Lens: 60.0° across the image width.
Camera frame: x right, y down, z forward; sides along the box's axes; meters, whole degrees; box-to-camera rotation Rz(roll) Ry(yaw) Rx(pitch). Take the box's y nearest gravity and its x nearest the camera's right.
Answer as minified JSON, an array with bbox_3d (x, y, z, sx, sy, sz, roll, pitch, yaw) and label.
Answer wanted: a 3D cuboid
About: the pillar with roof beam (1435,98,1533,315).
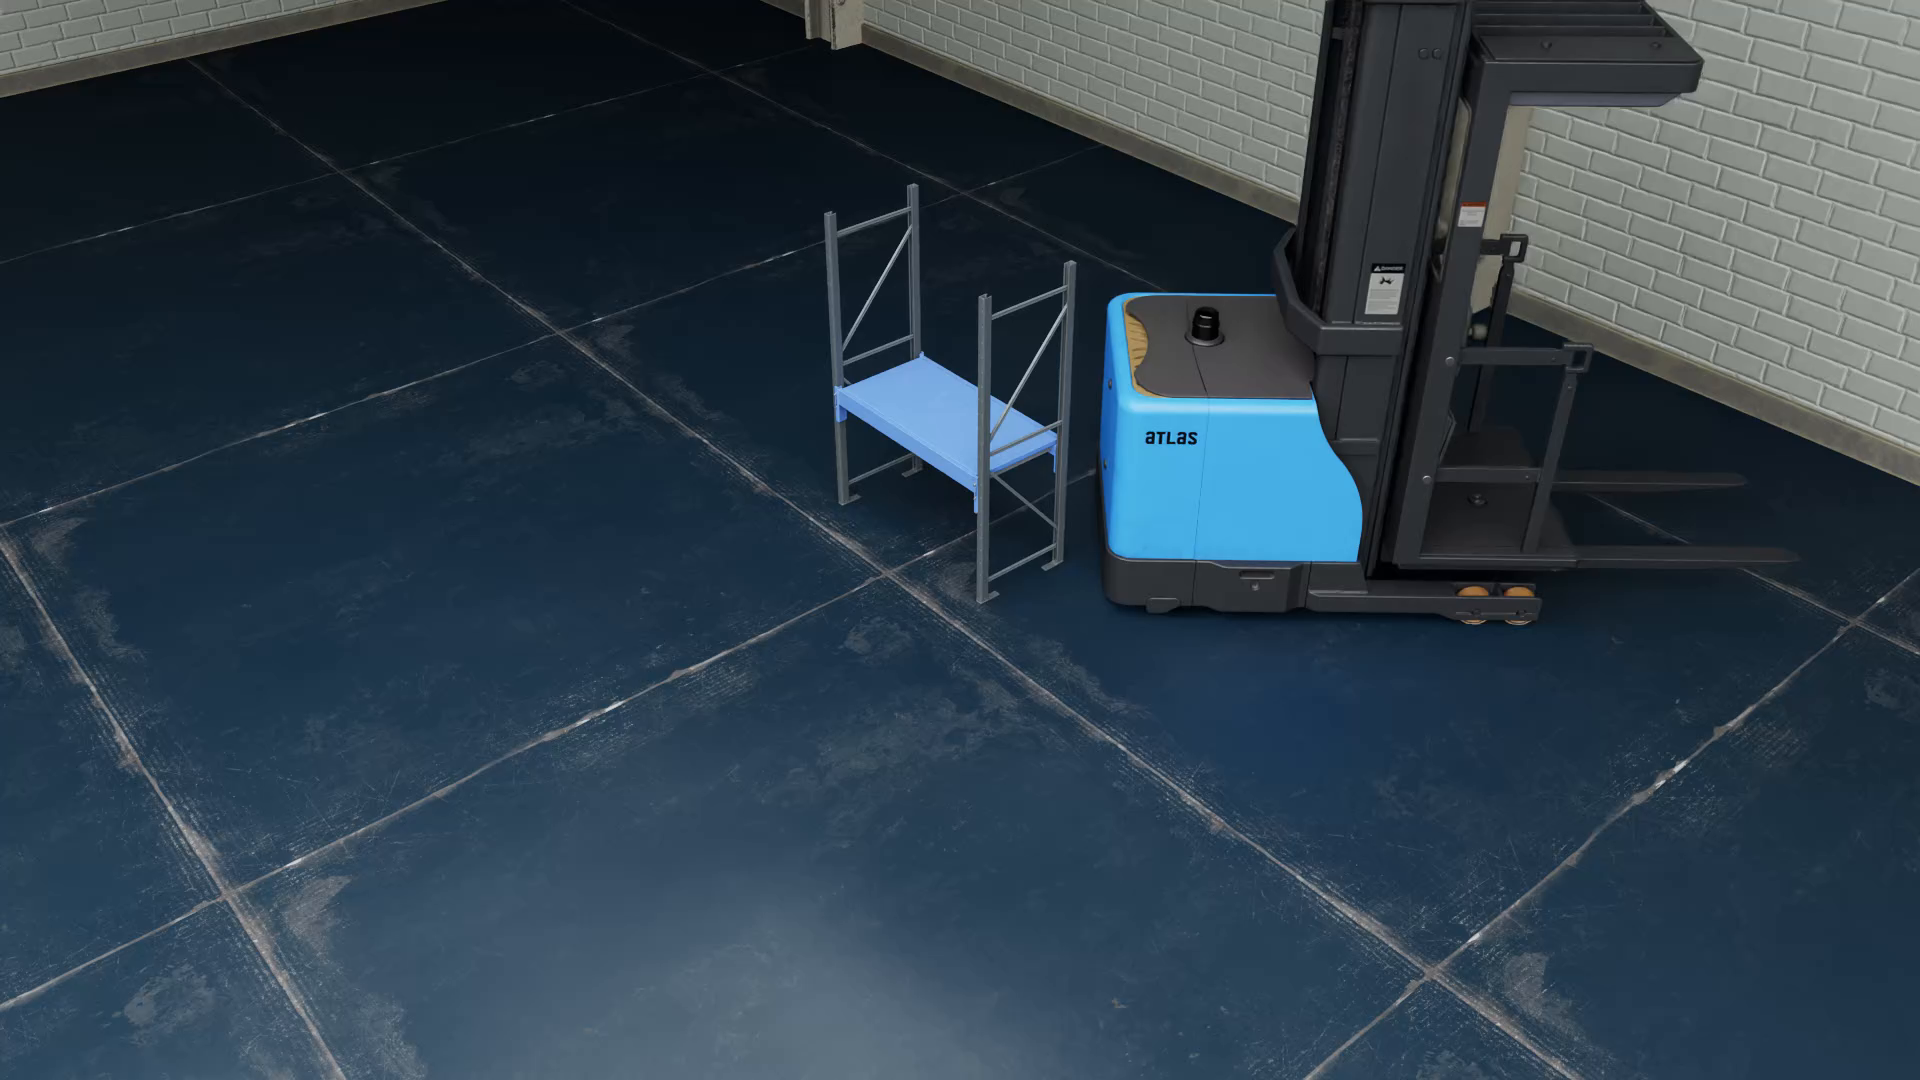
[{"bbox_3d":[-0.426,-3.472,4.867,9.100,9.000,0.400,-26,43,-32],"label":"pillar with roof beam"}]

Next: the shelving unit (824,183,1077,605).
[{"bbox_3d":[-0.055,-0.650,7.370,0.538,1.500,1.048,-26,43,-32],"label":"shelving unit"}]

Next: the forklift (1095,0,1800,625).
[{"bbox_3d":[2.153,-1.139,6.822,3.031,2.935,1.130,1,35,1],"label":"forklift"}]

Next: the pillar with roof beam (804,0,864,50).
[{"bbox_3d":[-4.298,-6.122,8.607,9.100,9.000,0.400,-26,43,-32],"label":"pillar with roof beam"}]

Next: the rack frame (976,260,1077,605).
[{"bbox_3d":[0.273,-0.425,7.053,0.500,1.500,0.032,-26,43,-32],"label":"rack frame"}]

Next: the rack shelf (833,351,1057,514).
[{"bbox_3d":[-0.055,-0.503,7.474,0.538,0.185,1.000,-26,43,-32],"label":"rack shelf"}]

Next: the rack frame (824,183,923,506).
[{"bbox_3d":[-0.383,-0.874,7.687,0.500,1.500,0.032,-26,43,-32],"label":"rack frame"}]
